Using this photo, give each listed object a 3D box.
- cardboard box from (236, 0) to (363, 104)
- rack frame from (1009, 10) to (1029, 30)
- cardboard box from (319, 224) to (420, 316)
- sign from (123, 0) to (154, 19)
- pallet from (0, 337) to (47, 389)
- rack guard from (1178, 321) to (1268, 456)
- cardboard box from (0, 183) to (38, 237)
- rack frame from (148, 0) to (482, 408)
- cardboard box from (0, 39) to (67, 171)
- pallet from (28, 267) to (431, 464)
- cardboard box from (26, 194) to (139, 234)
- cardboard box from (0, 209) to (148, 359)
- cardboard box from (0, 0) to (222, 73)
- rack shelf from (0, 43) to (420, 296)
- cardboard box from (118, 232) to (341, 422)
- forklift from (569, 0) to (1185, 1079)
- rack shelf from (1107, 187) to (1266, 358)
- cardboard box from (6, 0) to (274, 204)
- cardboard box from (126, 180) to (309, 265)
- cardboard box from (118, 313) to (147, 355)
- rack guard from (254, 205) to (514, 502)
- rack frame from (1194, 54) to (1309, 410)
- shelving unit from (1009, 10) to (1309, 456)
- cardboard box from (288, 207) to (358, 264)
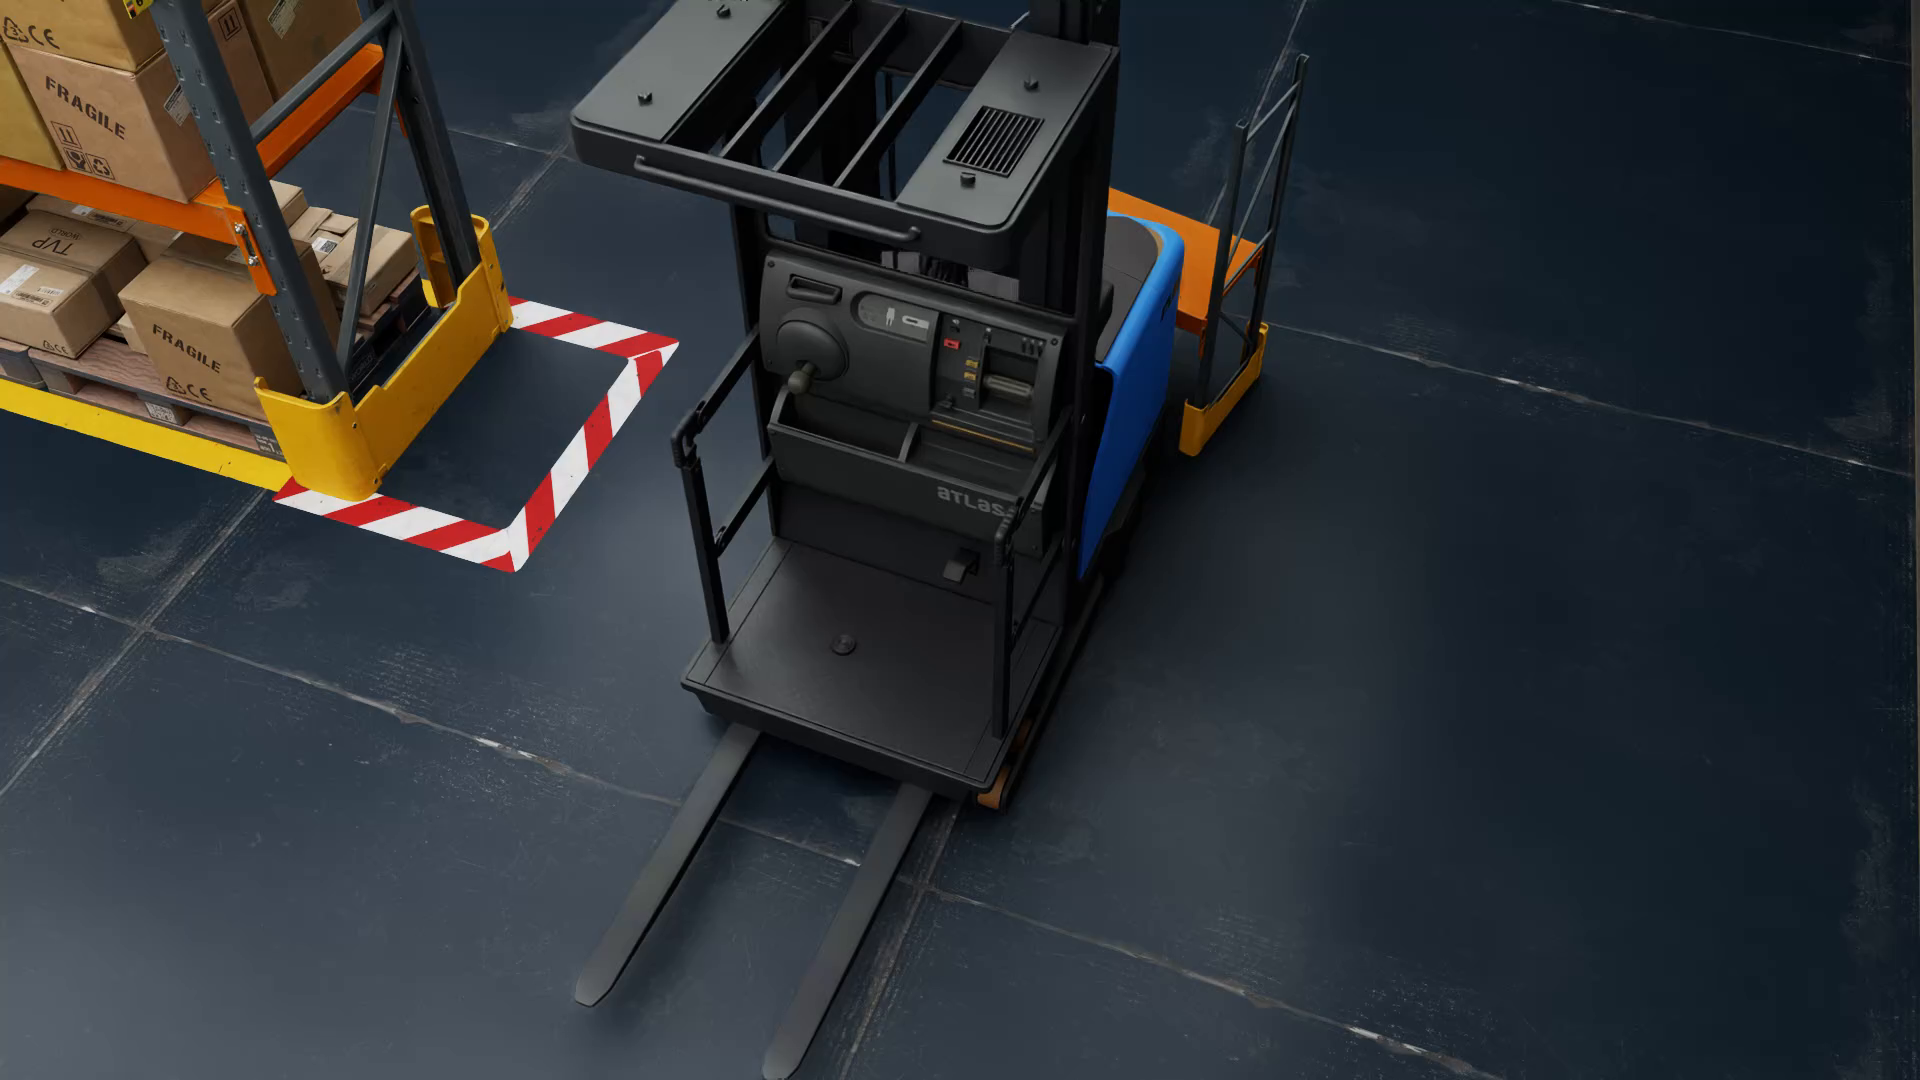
[{"bbox_3d":[-2.493,-1.890,5.837,0.500,0.500,0.500,17,51,14],"label":"cardboard box"},{"bbox_3d":[0.199,-1.437,6.503,0.032,1.500,0.500,26,54,21],"label":"rack frame"},{"bbox_3d":[-2.442,-1.118,6.829,0.250,0.149,0.380,16,51,13],"label":"cardboard box"},{"bbox_3d":[-2.380,-1.649,4.719,0.005,0.325,0.100,16,51,13],"label":"sign"},{"bbox_3d":[-4.129,-1.189,7.141,1.213,0.211,1.003,16,51,13],"label":"pallet"},{"bbox_3d":[1.049,-0.608,6.611,0.087,0.250,0.587,26,54,21],"label":"rack guard"},{"bbox_3d":[-4.157,-1.440,6.874,0.637,0.503,0.797,16,51,13],"label":"cardboard box"},{"bbox_3d":[-2.169,-1.554,5.612,0.127,3.000,1.000,16,51,13],"label":"rack frame"},{"bbox_3d":[-3.171,-1.645,5.624,0.500,0.500,0.500,16,51,13],"label":"cardboard box"},{"bbox_3d":[-2.988,-0.869,6.863,1.213,0.211,1.003,16,51,13],"label":"pallet"},{"bbox_3d":[-3.518,-1.403,7.009,0.500,0.250,0.500,16,51,13],"label":"cardboard box"},{"bbox_3d":[-3.645,-1.035,6.691,0.500,0.250,0.500,16,51,13],"label":"cardboard box"},{"bbox_3d":[-2.681,-1.836,5.128,0.500,0.500,0.500,15,51,13],"label":"cardboard box"},{"bbox_3d":[-4.045,-1.842,6.338,4.000,0.370,1.077,16,51,13],"label":"rack shelf"},{"bbox_3d":[-2.764,-0.847,6.362,0.500,0.500,0.500,16,51,13],"label":"cardboard box"},{"bbox_3d":[-0.232,-0.446,4.697,1.130,2.935,3.031,17,51,14],"label":"forklift"},{"bbox_3d":[0.624,-1.109,6.457,1.000,0.185,0.538,26,54,21],"label":"rack shelf"},{"bbox_3d":[-2.683,-1.511,5.509,0.500,0.500,0.500,17,51,14],"label":"cardboard box"},{"bbox_3d":[-3.049,-1.272,6.896,0.500,0.250,0.500,16,51,13],"label":"cardboard box"},{"bbox_3d":[-3.113,-0.908,6.636,0.250,0.166,0.380,16,51,13],"label":"cardboard box"},{"bbox_3d":[-2.240,-0.755,6.574,0.348,0.500,1.175,16,51,13],"label":"rack guard"},{"bbox_3d":[1.050,-1.016,6.138,0.032,1.500,0.500,26,54,21],"label":"rack frame"},{"bbox_3d":[0.632,-1.223,6.317,1.083,1.500,0.587,26,54,21],"label":"shelving unit"},{"bbox_3d":[-2.677,-1.189,6.879,0.250,0.166,0.380,16,51,13],"label":"cardboard box"}]
